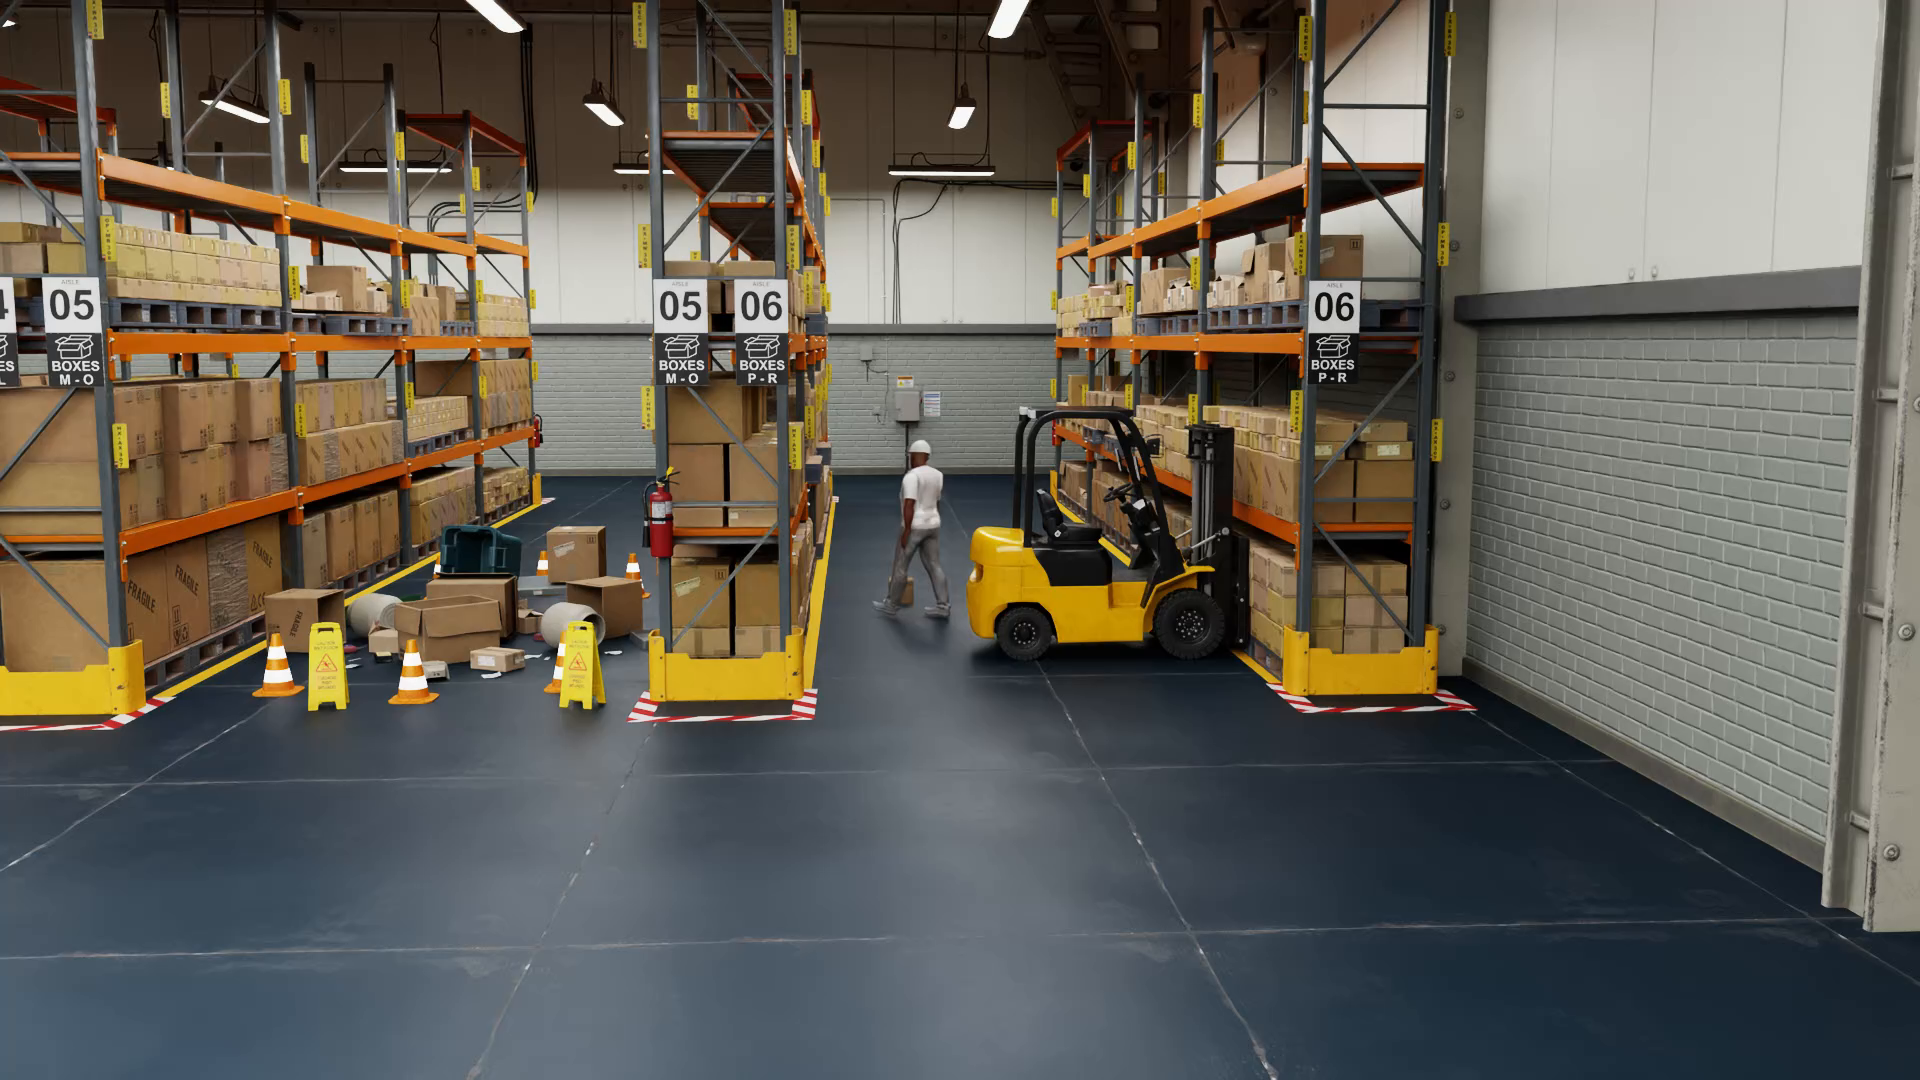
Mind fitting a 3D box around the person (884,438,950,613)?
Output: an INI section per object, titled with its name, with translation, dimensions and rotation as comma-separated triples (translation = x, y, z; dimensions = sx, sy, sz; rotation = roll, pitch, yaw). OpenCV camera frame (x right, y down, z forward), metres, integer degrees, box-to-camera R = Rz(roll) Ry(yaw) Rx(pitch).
[person]
translation = -0.451, -0.145, 16.815
dimensions = 0.595, 1.761, 0.664
rotation = -6, 9, -40
